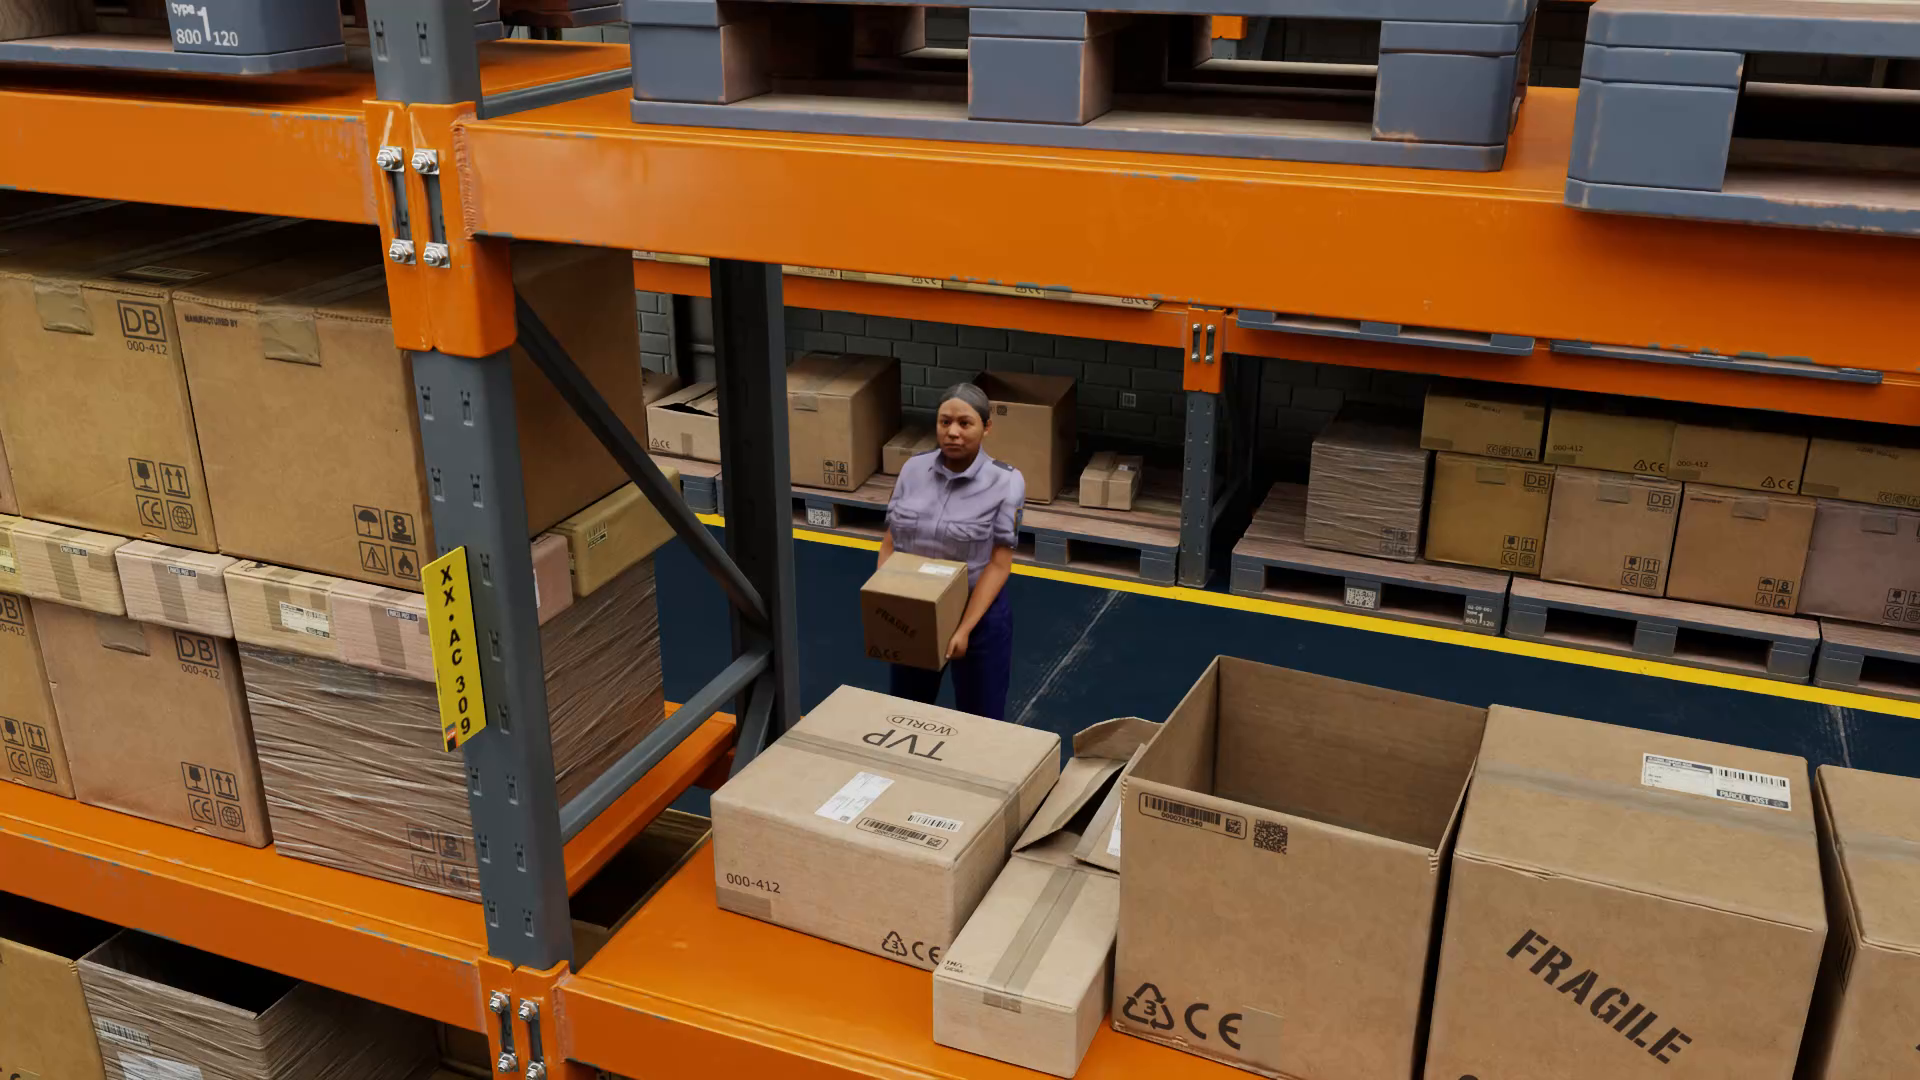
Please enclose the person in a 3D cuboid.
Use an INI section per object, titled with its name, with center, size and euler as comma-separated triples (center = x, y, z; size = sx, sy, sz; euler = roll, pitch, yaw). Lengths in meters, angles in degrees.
[person]
center = -0.056, 0.317, 5.363
size = 0.452, 1.635, 0.518
euler = 9, 24, 21
